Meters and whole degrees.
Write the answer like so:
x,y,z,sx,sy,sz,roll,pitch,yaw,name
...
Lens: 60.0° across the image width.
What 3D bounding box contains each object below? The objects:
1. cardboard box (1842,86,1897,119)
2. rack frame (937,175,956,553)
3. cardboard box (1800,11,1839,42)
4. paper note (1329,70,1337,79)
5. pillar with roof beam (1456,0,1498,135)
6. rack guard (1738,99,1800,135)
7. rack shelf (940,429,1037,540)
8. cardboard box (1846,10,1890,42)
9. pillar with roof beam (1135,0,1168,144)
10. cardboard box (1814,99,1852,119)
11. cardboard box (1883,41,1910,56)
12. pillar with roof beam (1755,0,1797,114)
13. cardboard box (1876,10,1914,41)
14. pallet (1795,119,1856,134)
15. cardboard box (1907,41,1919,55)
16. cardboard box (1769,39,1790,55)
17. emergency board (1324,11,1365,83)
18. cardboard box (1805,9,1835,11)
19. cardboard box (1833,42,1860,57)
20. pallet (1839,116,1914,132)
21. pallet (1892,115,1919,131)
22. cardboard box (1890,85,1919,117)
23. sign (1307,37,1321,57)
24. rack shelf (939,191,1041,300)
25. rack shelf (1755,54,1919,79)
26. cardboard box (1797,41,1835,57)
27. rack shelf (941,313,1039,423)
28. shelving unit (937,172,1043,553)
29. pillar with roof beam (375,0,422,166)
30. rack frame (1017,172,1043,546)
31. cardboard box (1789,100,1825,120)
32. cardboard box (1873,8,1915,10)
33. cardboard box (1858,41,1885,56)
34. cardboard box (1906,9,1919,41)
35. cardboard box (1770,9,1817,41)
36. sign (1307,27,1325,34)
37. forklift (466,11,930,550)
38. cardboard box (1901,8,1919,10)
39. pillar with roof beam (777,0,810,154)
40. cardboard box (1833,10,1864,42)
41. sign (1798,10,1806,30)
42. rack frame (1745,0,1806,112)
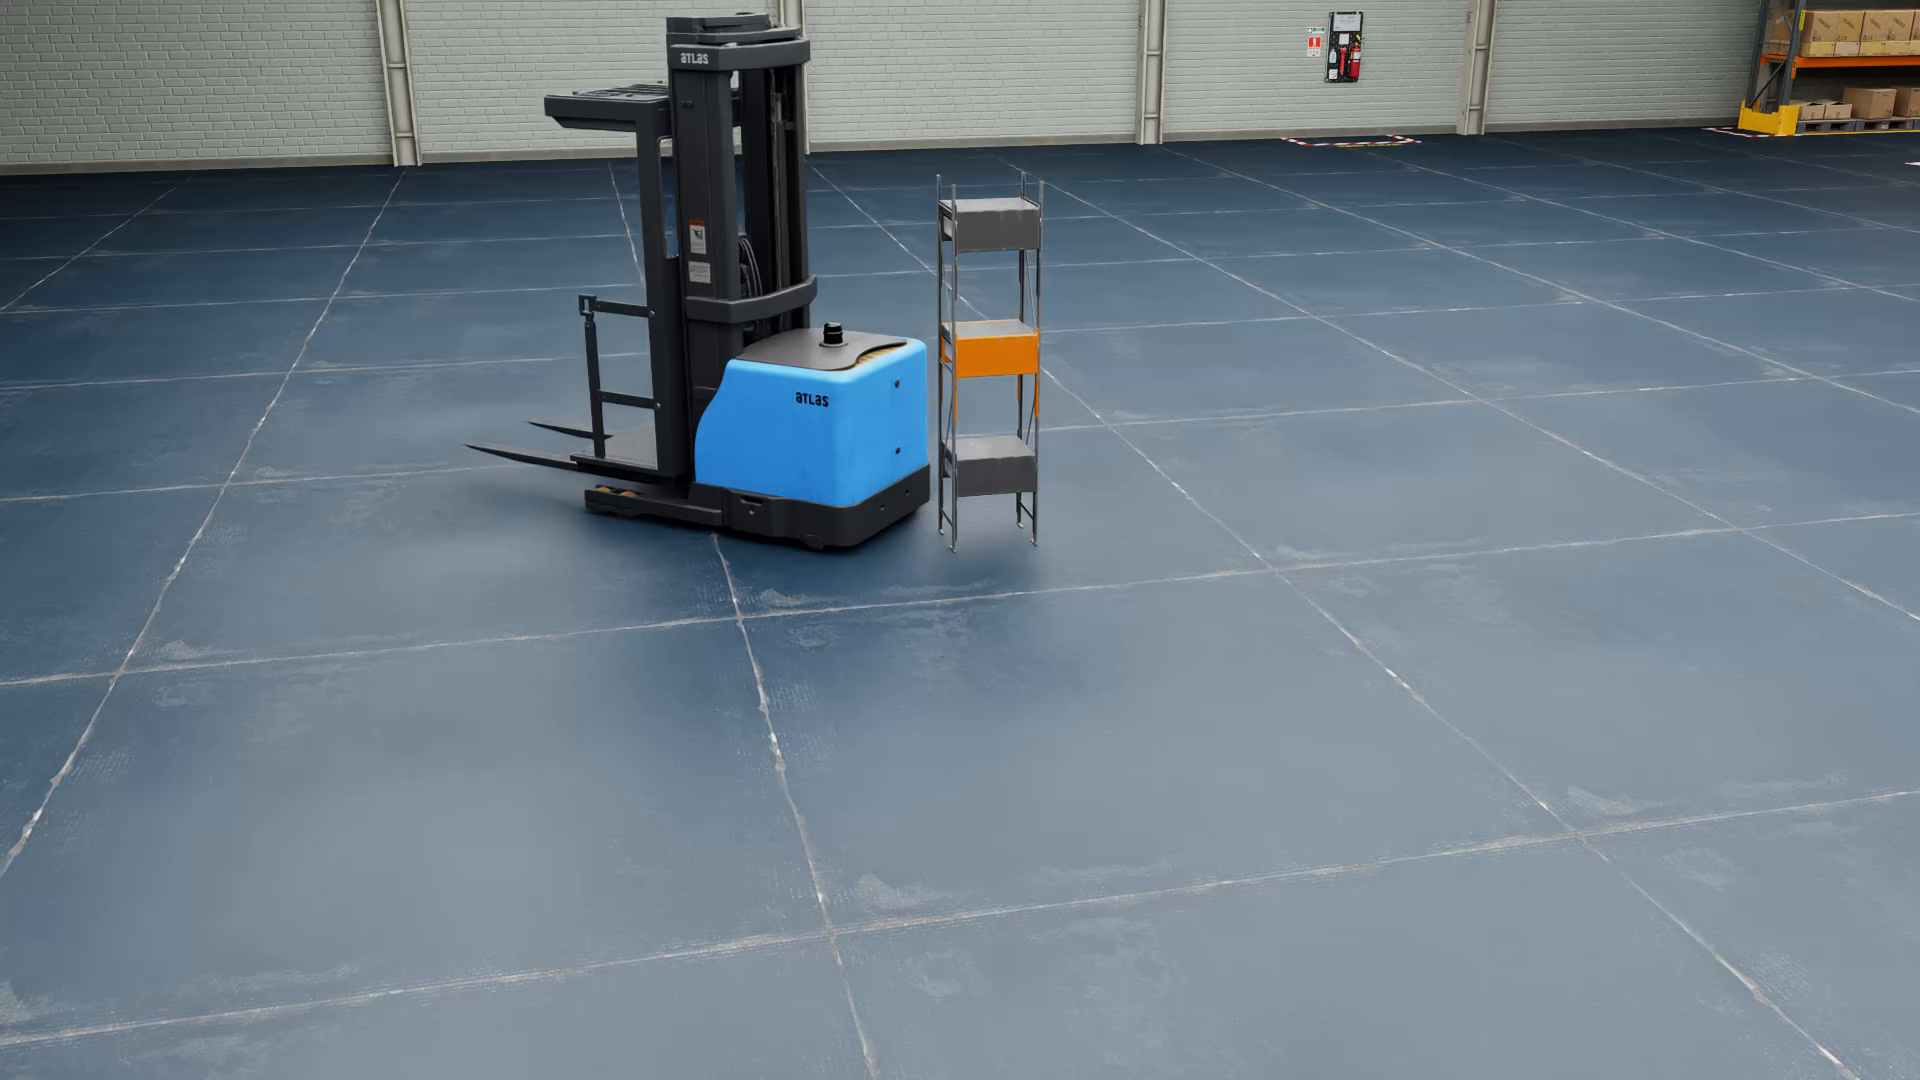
x,y,z,sx,sy,sz,roll,pitch,yaw,name
16.362,-7.882,29.966,0.500,0.500,0.700,-6,21,-16,cardboard box
-0.076,-0.980,9.436,0.015,2.100,0.400,-5,21,-12,rack frame
14.921,-8.967,29.031,0.500,0.500,0.500,-5,21,-12,cardboard box
6.429,-8.021,28.631,0.142,0.148,0.016,-5,21,-12,paper note
10.021,-9.984,23.988,0.400,9.000,9.100,-5,21,-12,pillar with roof beam
14.461,-7.571,29.755,0.348,0.500,1.175,-5,21,-12,rack guard
0.161,-0.329,9.735,0.480,0.518,0.431,-5,21,-12,rack shelf
15.909,-9.041,29.234,0.500,0.500,0.500,-5,21,-14,cardboard box
4.182,-9.510,22.692,0.400,9.000,9.100,-5,21,-12,pillar with roof beam
15.636,-7.752,29.886,0.500,0.311,0.500,-3,20,-8,cardboard box
16.427,-8.733,29.484,0.500,0.250,0.500,-4,21,-12,cardboard box
15.860,-10.459,25.285,0.400,9.000,9.100,-5,21,-12,pillar with roof beam
16.408,-9.086,29.357,0.500,0.500,0.500,-4,20,-11,cardboard box
15.260,-7.488,29.948,1.213,0.211,1.003,-5,21,-12,pallet
16.916,-8.773,29.593,0.500,0.250,0.500,-5,21,-13,cardboard box
14.798,-8.779,29.609,0.500,0.250,0.500,-4,21,-12,cardboard box
6.617,-8.426,28.455,0.643,1.169,0.194,-5,21,-12,emergency board
15.289,-9.175,29.598,0.500,0.500,0.500,-4,21,-12,cardboard box
15.437,-8.656,29.272,0.500,0.250,0.500,-5,21,-14,cardboard box
16.445,-7.583,30.208,1.213,0.211,1.003,-5,21,-12,pallet
17.634,-7.681,30.475,1.213,0.211,1.003,-5,21,-12,pallet
17.279,-7.992,30.267,0.500,0.500,0.500,-6,21,-17,cardboard box
6.055,-8.433,28.424,0.234,0.329,0.001,-5,21,-12,sign
0.161,-1.644,9.253,0.480,0.518,0.431,-5,21,-12,rack shelf
16.334,-8.559,29.865,4.000,0.370,1.077,-5,21,-12,rack shelf
14.935,-8.610,29.146,0.500,0.250,0.500,-5,21,-14,cardboard box
0.161,-0.986,9.494,0.480,0.518,0.431,-5,21,-12,rack shelf
0.161,-0.999,9.489,0.503,2.100,0.431,-5,21,-12,shelving unit
-7.496,-8.560,20.099,0.400,9.000,9.100,-5,21,-12,pillar with roof beam
0.399,-1.018,9.542,0.015,2.100,0.400,-5,21,-12,rack frame
15.081,-7.707,29.763,0.500,0.311,0.500,-7,21,-19,cardboard box
16.784,-9.302,29.945,0.500,0.500,0.500,-4,21,-11,cardboard box
15.934,-8.694,29.376,0.500,0.250,0.500,-5,21,-13,cardboard box
16.914,-9.128,29.470,0.500,0.500,0.500,-5,21,-14,cardboard box
14.797,-9.138,29.498,0.500,0.500,0.500,-5,21,-13,cardboard box
6.061,-8.679,28.325,0.331,0.109,0.001,-5,21,-12,sign
-1.735,-1.655,10.071,3.031,2.935,1.130,10,22,25,forklift
17.270,-9.339,30.047,0.500,0.500,0.500,-5,21,-13,cardboard box
-1.657,-9.035,21.396,0.400,9.000,9.100,-5,21,-12,pillar with roof beam
15.404,-9.003,29.128,0.500,0.500,0.500,-5,21,-12,cardboard box
14.512,-8.963,28.664,0.005,0.325,0.100,-5,21,-12,sign
14.387,-8.738,29.309,0.127,3.000,1.000,-5,21,-12,rack frame
